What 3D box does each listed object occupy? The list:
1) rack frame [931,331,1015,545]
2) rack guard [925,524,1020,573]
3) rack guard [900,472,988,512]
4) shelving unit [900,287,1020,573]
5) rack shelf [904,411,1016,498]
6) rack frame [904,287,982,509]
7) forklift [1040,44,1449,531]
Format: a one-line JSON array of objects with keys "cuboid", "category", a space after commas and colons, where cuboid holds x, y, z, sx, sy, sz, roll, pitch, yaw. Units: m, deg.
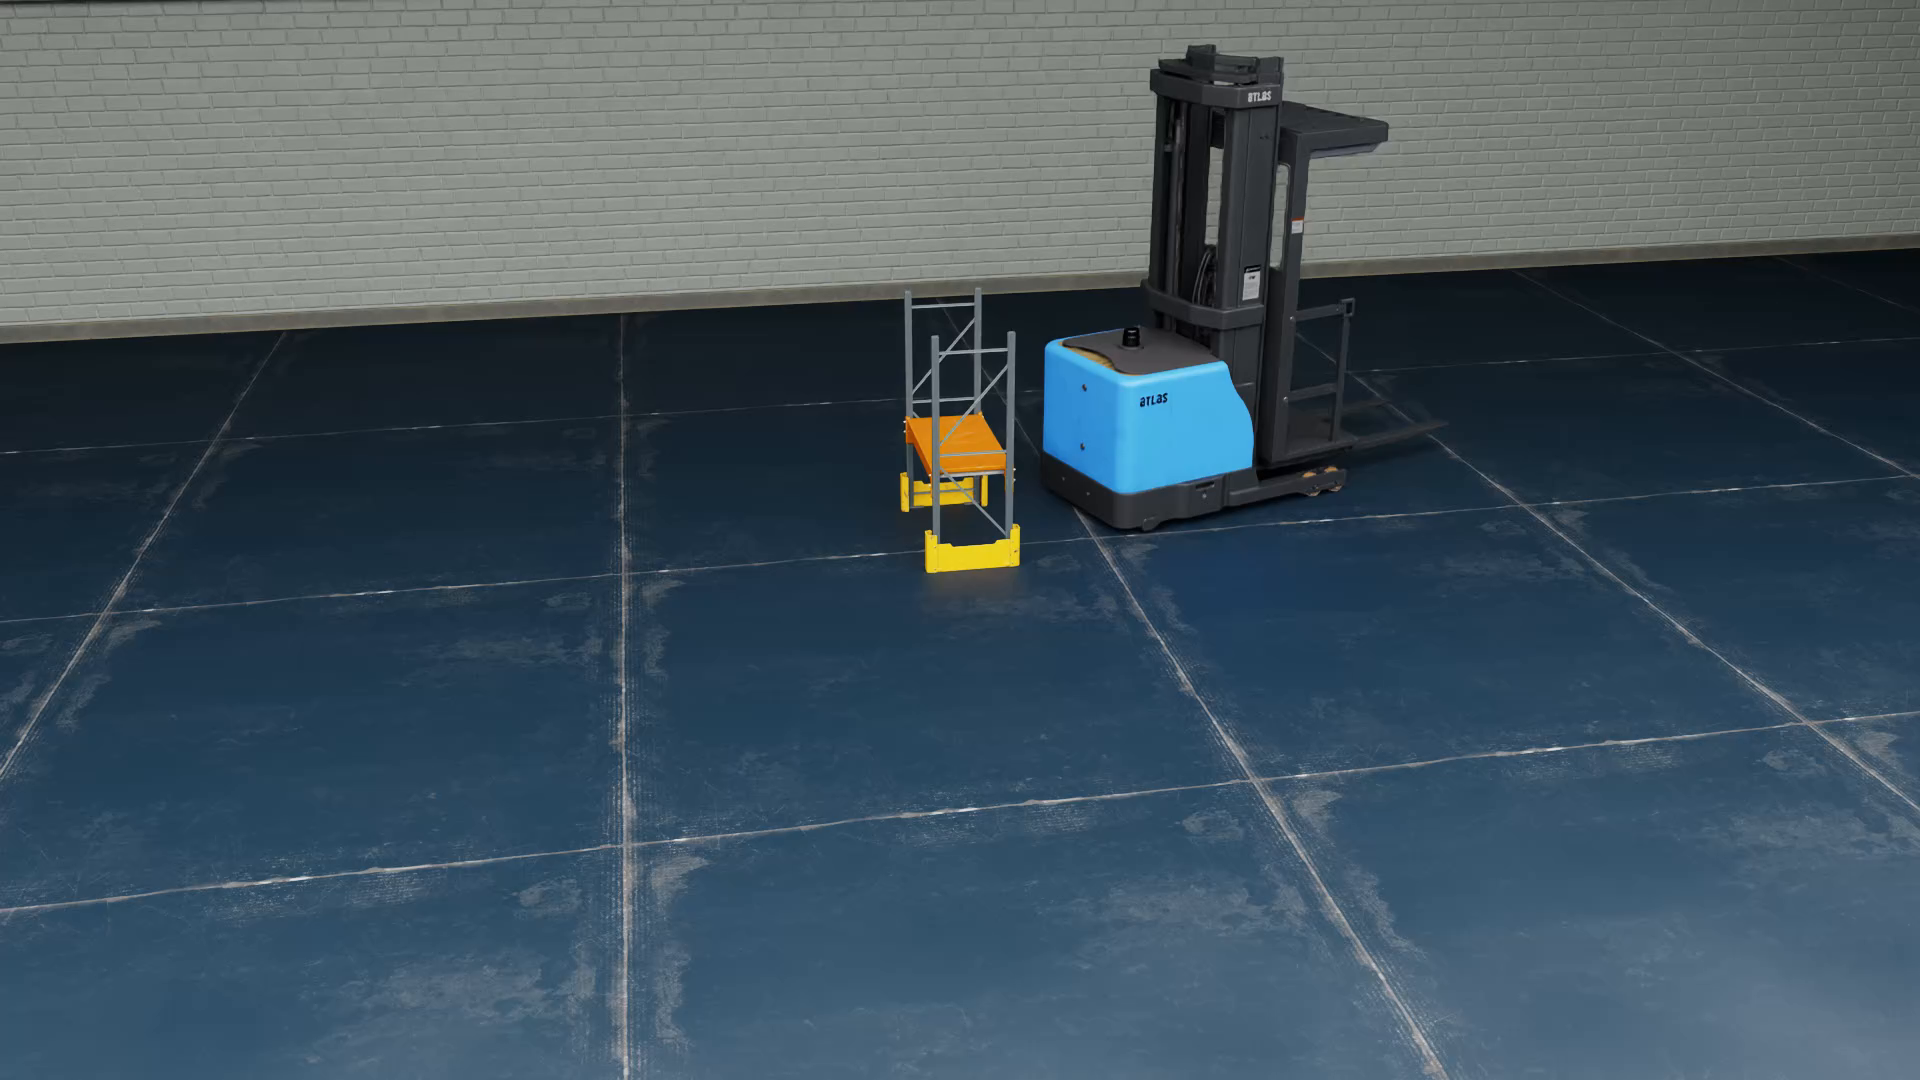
[{"cuboid": [0.078, -0.521, 10.069, 0.500, 1.500, 0.032, -4, 24, -10], "category": "rack frame"}, {"cuboid": [0.078, 0.051, 10.320, 0.587, 0.250, 0.087, -4, 24, -10], "category": "rack guard"}, {"cuboid": [-0.106, -0.340, 11.217, 0.587, 0.250, 0.087, -4, 24, -10], "category": "rack guard"}, {"cuboid": [-0.014, -0.717, 10.518, 0.587, 1.500, 1.083, -4, 24, -10], "category": "shelving unit"}, {"cuboid": [-0.016, -0.556, 10.599, 0.538, 0.185, 1.000, -4, 24, -10], "category": "rack shelf"}, {"cuboid": [-0.110, -0.921, 10.984, 0.500, 1.500, 0.032, -4, 24, -10], "category": "rack frame"}, {"cuboid": [2.092, -1.812, 11.237, 3.031, 2.935, 1.130, -13, 27, -27], "category": "forklift"}]
